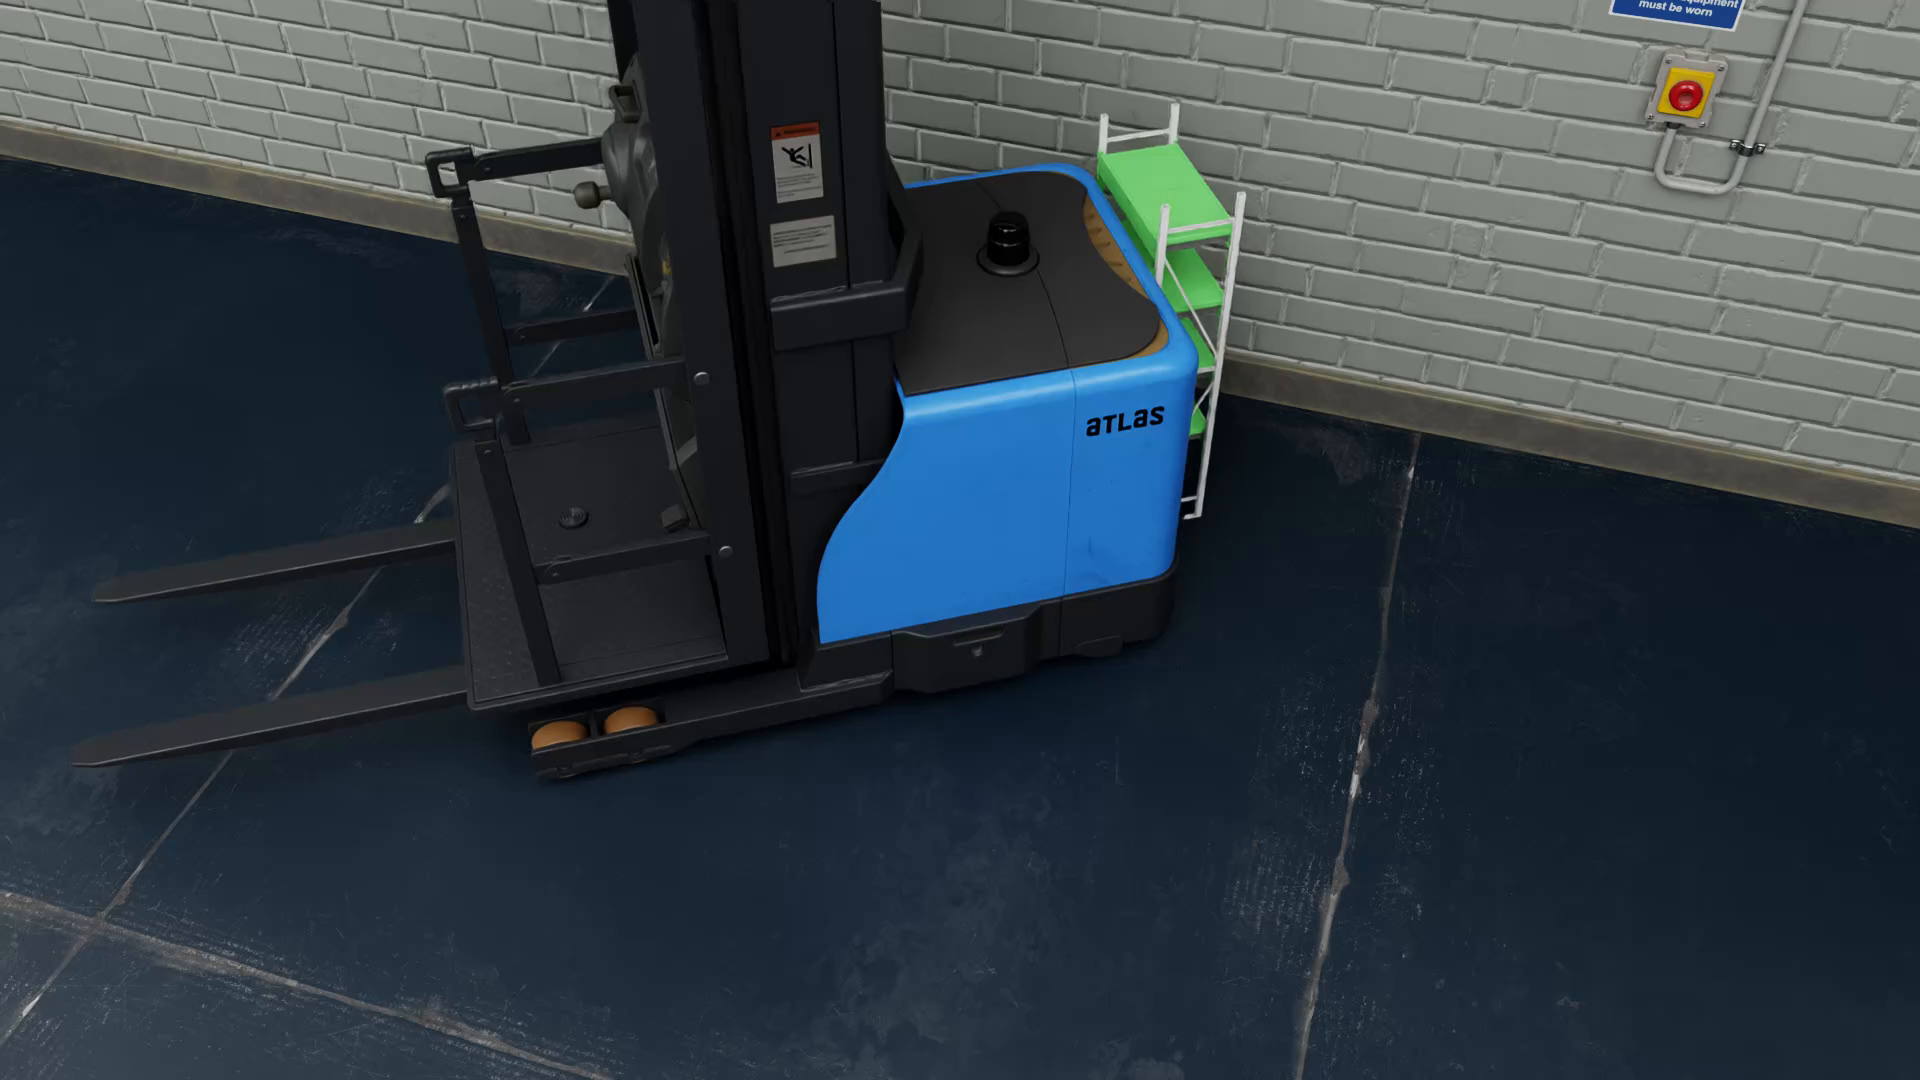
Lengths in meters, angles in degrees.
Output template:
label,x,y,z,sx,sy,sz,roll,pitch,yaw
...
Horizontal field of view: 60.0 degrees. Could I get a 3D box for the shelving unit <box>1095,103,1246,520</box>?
label,x,y,z,sx,sy,sz,roll,pitch,yaw
shelving unit,0.588,-0.650,5.056,0.258,1.200,0.503,-11,46,-11

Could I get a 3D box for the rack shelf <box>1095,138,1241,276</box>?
label,x,y,z,sx,sy,sz,roll,pitch,yaw
rack shelf,0.588,-0.947,4.765,0.258,0.148,0.480,-11,46,-11

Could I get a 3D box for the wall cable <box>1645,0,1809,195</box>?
label,x,y,z,sx,sy,sz,roll,pitch,yaw
wall cable,1.949,-1.702,4.096,0.585,1.953,0.123,13,46,13

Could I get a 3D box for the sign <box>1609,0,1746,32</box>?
label,x,y,z,sx,sy,sz,roll,pitch,yaw
sign,1.922,-1.475,4.420,0.327,0.218,0.001,13,46,13

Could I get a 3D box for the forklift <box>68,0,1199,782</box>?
label,x,y,z,sx,sy,sz,roll,pitch,yaw
forklift,-0.949,-0.804,3.976,3.031,2.935,1.130,-11,45,-11

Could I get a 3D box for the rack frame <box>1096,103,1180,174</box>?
label,x,y,z,sx,sy,sz,roll,pitch,yaw
rack frame,0.520,-0.814,5.224,0.240,1.200,0.015,-11,46,-11

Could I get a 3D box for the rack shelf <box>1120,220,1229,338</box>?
label,x,y,z,sx,sy,sz,roll,pitch,yaw
rack shelf,0.588,-0.776,4.933,0.258,0.148,0.480,-11,46,-11

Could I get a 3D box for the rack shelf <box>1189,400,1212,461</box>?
label,x,y,z,sx,sy,sz,roll,pitch,yaw
rack shelf,0.588,-0.433,5.269,0.258,0.148,0.480,-11,46,-11

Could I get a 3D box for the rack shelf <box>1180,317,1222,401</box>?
label,x,y,z,sx,sy,sz,roll,pitch,yaw
rack shelf,0.588,-0.604,5.101,0.258,0.148,0.480,-11,46,-11

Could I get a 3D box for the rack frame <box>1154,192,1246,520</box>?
label,x,y,z,sx,sy,sz,roll,pitch,yaw
rack frame,0.655,-0.486,4.889,0.240,1.200,0.015,-11,46,-11
